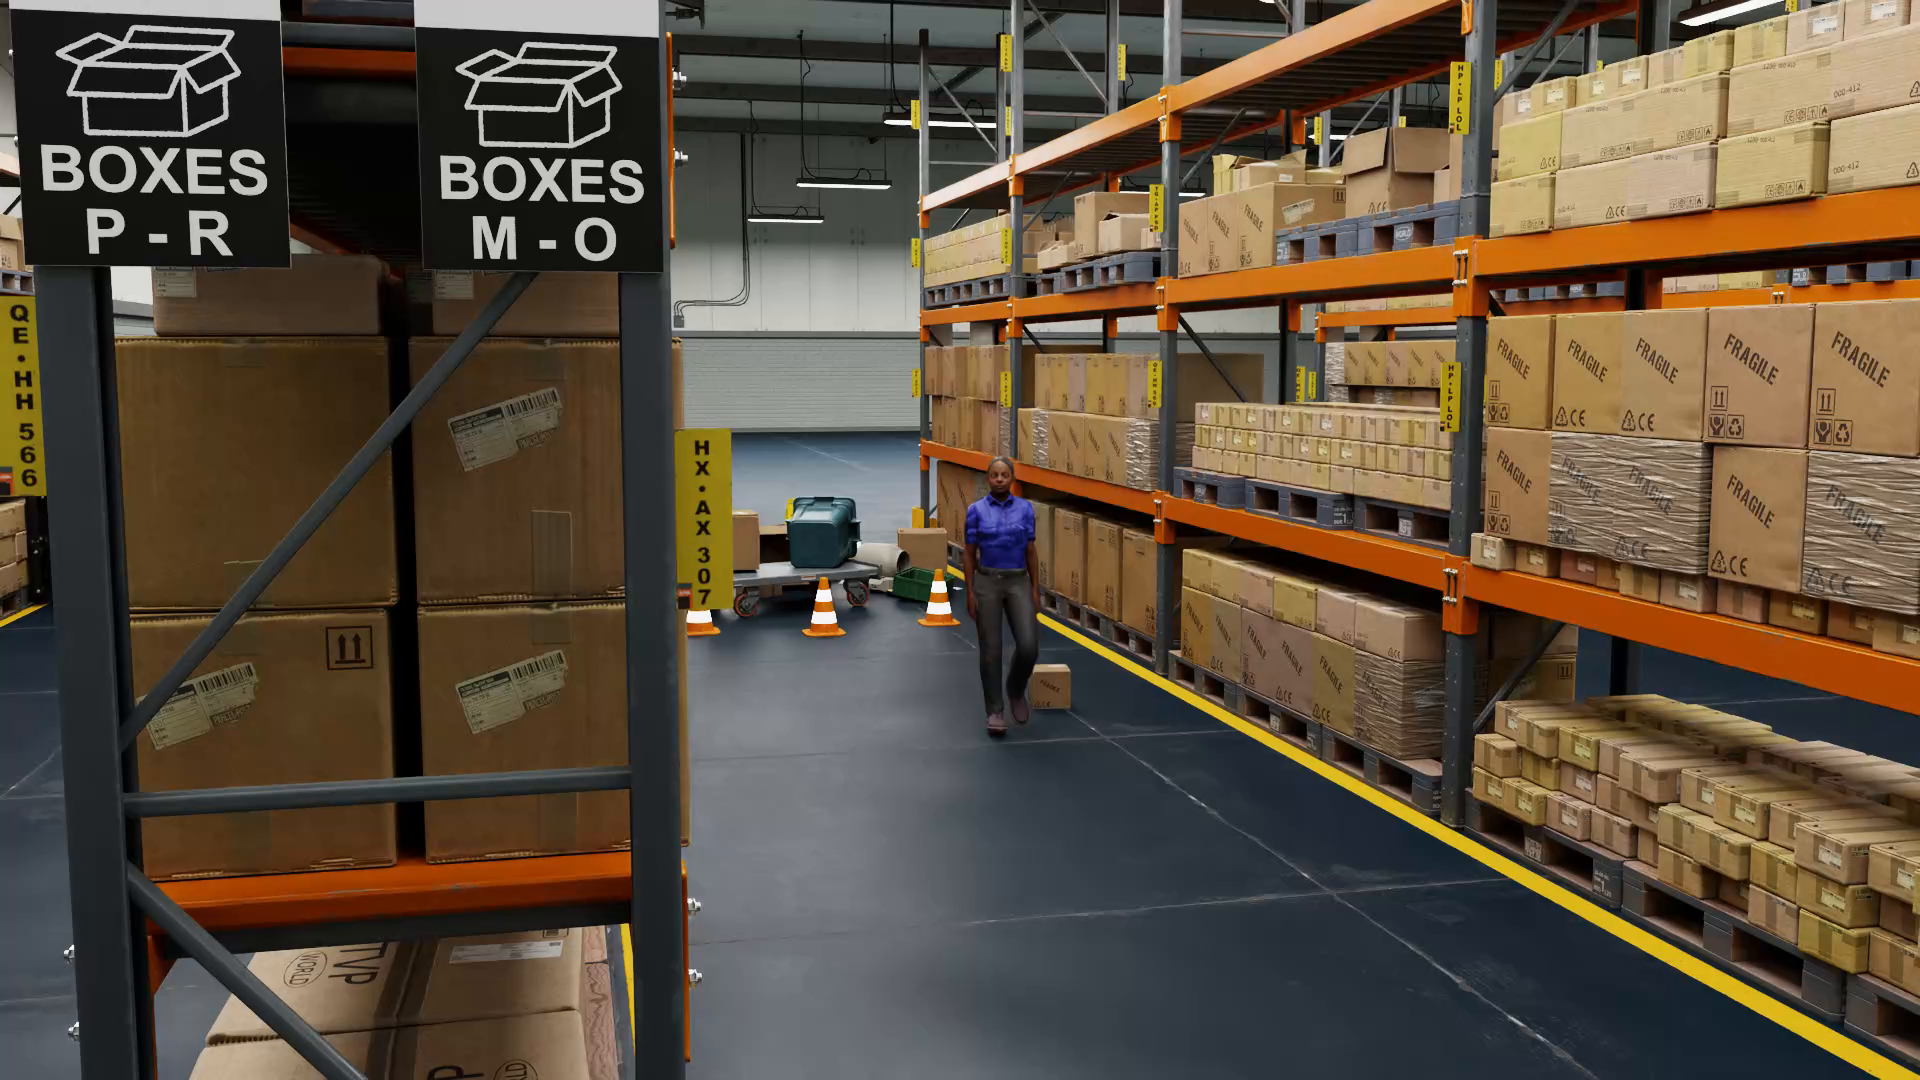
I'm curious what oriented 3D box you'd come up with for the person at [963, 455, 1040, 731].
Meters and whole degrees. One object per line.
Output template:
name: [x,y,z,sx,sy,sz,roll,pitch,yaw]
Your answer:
person: [0.256,0.322,10.017,0.474,1.655,0.442,0,6,-4]
